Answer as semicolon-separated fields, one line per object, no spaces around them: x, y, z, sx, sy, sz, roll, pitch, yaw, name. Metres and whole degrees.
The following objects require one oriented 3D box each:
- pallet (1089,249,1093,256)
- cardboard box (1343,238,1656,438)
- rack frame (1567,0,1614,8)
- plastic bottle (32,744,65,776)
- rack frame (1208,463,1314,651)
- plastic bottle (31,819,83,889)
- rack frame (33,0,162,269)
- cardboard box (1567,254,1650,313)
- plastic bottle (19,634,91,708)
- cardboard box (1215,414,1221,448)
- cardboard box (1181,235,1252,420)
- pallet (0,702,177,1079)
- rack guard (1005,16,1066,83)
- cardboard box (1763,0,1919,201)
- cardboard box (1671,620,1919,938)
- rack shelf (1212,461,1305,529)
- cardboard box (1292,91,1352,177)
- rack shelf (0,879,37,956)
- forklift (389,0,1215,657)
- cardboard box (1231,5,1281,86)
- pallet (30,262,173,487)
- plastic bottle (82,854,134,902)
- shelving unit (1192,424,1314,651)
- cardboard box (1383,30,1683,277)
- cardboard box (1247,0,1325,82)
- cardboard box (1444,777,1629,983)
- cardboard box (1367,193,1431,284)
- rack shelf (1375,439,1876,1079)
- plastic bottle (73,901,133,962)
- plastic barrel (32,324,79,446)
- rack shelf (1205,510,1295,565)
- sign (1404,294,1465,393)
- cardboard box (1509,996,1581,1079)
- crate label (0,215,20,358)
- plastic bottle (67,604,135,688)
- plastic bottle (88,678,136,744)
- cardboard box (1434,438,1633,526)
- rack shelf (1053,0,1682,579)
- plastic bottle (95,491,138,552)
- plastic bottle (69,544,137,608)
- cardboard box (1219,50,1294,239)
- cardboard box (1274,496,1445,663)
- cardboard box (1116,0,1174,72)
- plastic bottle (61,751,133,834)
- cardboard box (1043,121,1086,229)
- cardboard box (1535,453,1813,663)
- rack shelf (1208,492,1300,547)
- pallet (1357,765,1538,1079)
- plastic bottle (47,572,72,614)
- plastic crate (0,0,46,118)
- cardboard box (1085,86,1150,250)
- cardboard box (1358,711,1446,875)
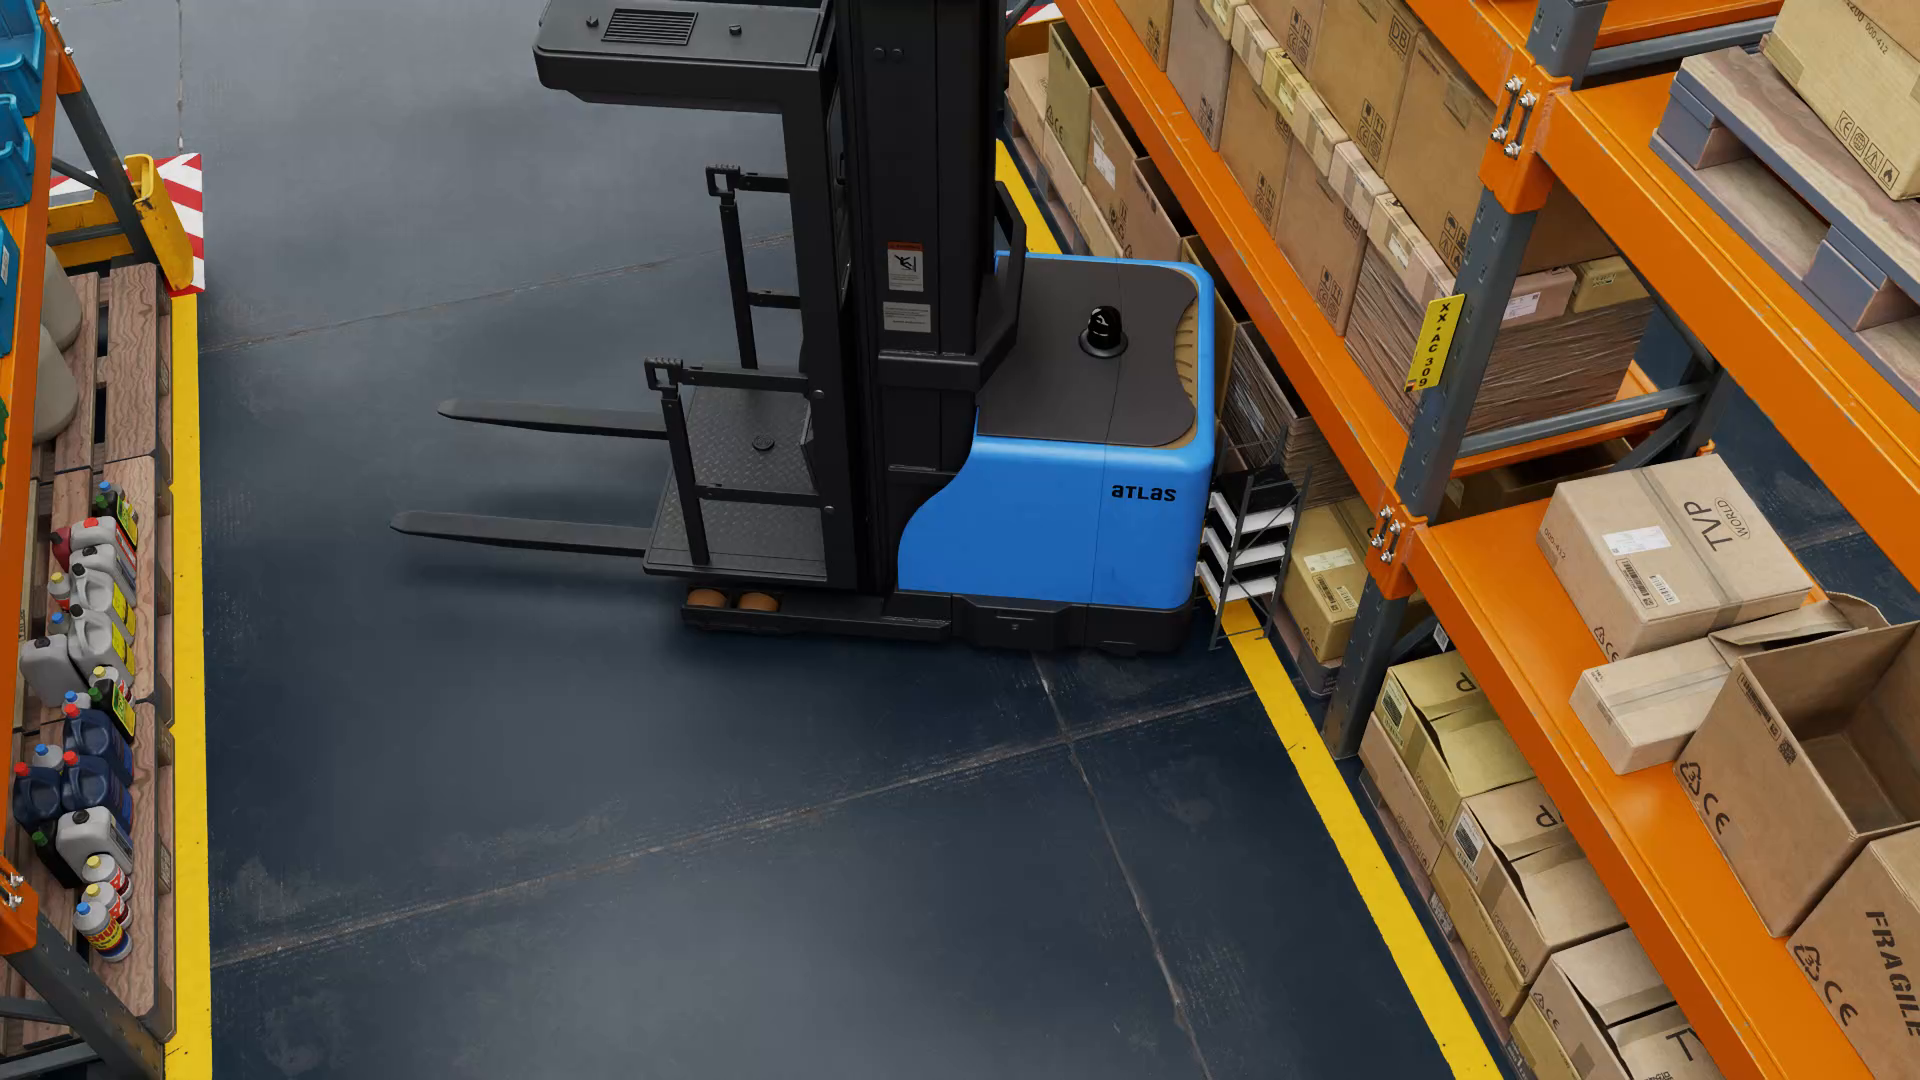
1.223;-0.923;7.180;1.003;0.211;1.213;-13;51;-11;pallet
1.645;-0.694;5.097;0.700;0.500;0.500;-15;51;-12;cardboard box
1.782;-2.273;2.570;1.000;3.000;0.127;-13;51;-11;rack frame
-2.951;0.754;5.439;0.097;0.271;0.097;0;50;0;plastic bottle
1.053;0.077;5.864;0.240;0.900;0.006;-11;48;-13;rack frame
-2.850;0.975;5.245;0.061;0.283;0.133;-13;51;-11;plastic bottle
-4.134;-2.143;6.384;1.000;3.000;0.127;-13;51;-11;rack frame
1.888;-0.820;4.780;0.380;0.149;0.250;-13;51;-11;cardboard box
-3.109;0.435;5.705;0.152;0.276;0.135;-13;51;-11;plastic bottle
1.136;-0.607;6.613;0.500;0.250;0.500;-13;51;-11;cardboard box
1.148;-0.851;6.329;0.500;0.500;0.500;-13;51;-11;cardboard box
-3.110;1.177;5.409;1.003;0.211;1.213;-13;51;-11;pallet
0.592;-2.472;8.297;1.175;0.500;0.348;-13;51;-11;rack guard
1.955;-0.941;3.232;0.500;0.250;0.500;-9;50;-7;cardboard box
2.149;0.578;4.025;0.500;0.500;0.500;-10;51;-8;cardboard box
1.032;-0.157;5.758;0.258;0.077;0.200;-11;48;-13;rack shelf
1.267;-1.294;5.179;0.380;0.149;0.250;-13;51;-11;cardboard box
-2.359;2.471;2.965;1.077;0.370;4.000;-13;51;-11;rack shelf
-0.622;-0.992;5.459;3.031;2.935;1.130;4;50;4;forklift
1.123;-1.658;5.486;0.380;0.149;0.250;-12;51;-10;cardboard box
-3.831;-0.605;6.912;1.003;0.211;1.213;-13;51;-11;pallet
-2.686;1.058;5.228;0.097;0.201;0.097;0;50;0;plastic bottle
1.023;0.006;5.930;0.258;0.900;0.210;-11;48;-13;shelving unit
1.645;-1.112;4.601;0.700;0.500;0.500;-13;51;-11;cardboard box
1.347;-1.847;5.221;0.700;0.500;0.500;-13;51;-11;cardboard box
1.809;0.956;4.929;0.500;0.311;0.500;-14;51;-11;cardboard box
1.426;-0.911;4.856;0.380;0.149;0.250;-14;51;-12;cardboard box
2.374;1.354;3.907;1.077;0.370;4.000;-13;51;-11;rack shelf
-2.626;1.184;5.076;0.097;0.271;0.097;0;50;0;plastic bottle
-3.718;-0.647;6.476;0.421;0.512;0.421;0;50;0;plastic barrel
1.025;-0.033;5.889;0.258;0.077;0.200;-11;48;-13;rack shelf
1.252;-0.517;4.395;0.100;0.325;0.005;-13;51;-11;sign
1.970;1.514;4.825;0.500;0.250;0.500;-15;51;-12;cardboard box
-3.331;-0.871;5.289;0.502;0.435;0.616;-13;51;-11;crate label
-2.975;0.359;5.720;0.144;0.351;0.185;-14;51;-11;plastic bottle
-2.858;0.561;5.594;0.061;0.283;0.133;-11;51;-9;plastic bottle
1.944;-0.239;5.813;0.500;0.500;0.500;-13;51;-11;cardboard box
1.191;-1.568;6.370;1.077;0.370;4.000;-13;51;-11;rack shelf
-3.120;-0.086;6.139;0.061;0.283;0.133;-12;51;-10;plastic bottle
-3.082;0.127;5.965;0.152;0.276;0.135;-15;51;-12;plastic bottle
1.338;-1.445;5.730;0.700;0.500;0.500;-13;51;-10;cardboard box
1.436;0.123;5.998;0.500;0.250;0.500;-13;51;-11;cardboard box
1.026;-2.202;6.369;0.700;0.500;0.500;-13;51;-11;cardboard box
-2.793;0.807;5.342;0.144;0.351;0.185;-12;51;-10;plastic bottle
0.697;-1.703;7.537;0.500;0.250;0.500;-13;51;-11;cardboard box
1.969;0.059;4.626;0.500;0.250;0.500;-10;51;-9;cardboard box
1.028;-0.095;5.823;0.258;0.077;0.200;-11;48;-13;rack shelf
2.037;1.089;5.483;1.003;0.211;1.213;-13;51;-11;pallet
-3.196;0.193;5.958;0.097;0.201;0.097;0;50;0;plastic bottle
-3.700;-1.797;6.190;0.499;0.251;0.616;-13;51;-11;plastic crate
0.855;-1.582;6.945;0.500;0.500;0.500;-13;51;-11;cardboard box
1.665;0.763;5.459;0.500;0.250;0.500;-14;51;-12;cardboard box
